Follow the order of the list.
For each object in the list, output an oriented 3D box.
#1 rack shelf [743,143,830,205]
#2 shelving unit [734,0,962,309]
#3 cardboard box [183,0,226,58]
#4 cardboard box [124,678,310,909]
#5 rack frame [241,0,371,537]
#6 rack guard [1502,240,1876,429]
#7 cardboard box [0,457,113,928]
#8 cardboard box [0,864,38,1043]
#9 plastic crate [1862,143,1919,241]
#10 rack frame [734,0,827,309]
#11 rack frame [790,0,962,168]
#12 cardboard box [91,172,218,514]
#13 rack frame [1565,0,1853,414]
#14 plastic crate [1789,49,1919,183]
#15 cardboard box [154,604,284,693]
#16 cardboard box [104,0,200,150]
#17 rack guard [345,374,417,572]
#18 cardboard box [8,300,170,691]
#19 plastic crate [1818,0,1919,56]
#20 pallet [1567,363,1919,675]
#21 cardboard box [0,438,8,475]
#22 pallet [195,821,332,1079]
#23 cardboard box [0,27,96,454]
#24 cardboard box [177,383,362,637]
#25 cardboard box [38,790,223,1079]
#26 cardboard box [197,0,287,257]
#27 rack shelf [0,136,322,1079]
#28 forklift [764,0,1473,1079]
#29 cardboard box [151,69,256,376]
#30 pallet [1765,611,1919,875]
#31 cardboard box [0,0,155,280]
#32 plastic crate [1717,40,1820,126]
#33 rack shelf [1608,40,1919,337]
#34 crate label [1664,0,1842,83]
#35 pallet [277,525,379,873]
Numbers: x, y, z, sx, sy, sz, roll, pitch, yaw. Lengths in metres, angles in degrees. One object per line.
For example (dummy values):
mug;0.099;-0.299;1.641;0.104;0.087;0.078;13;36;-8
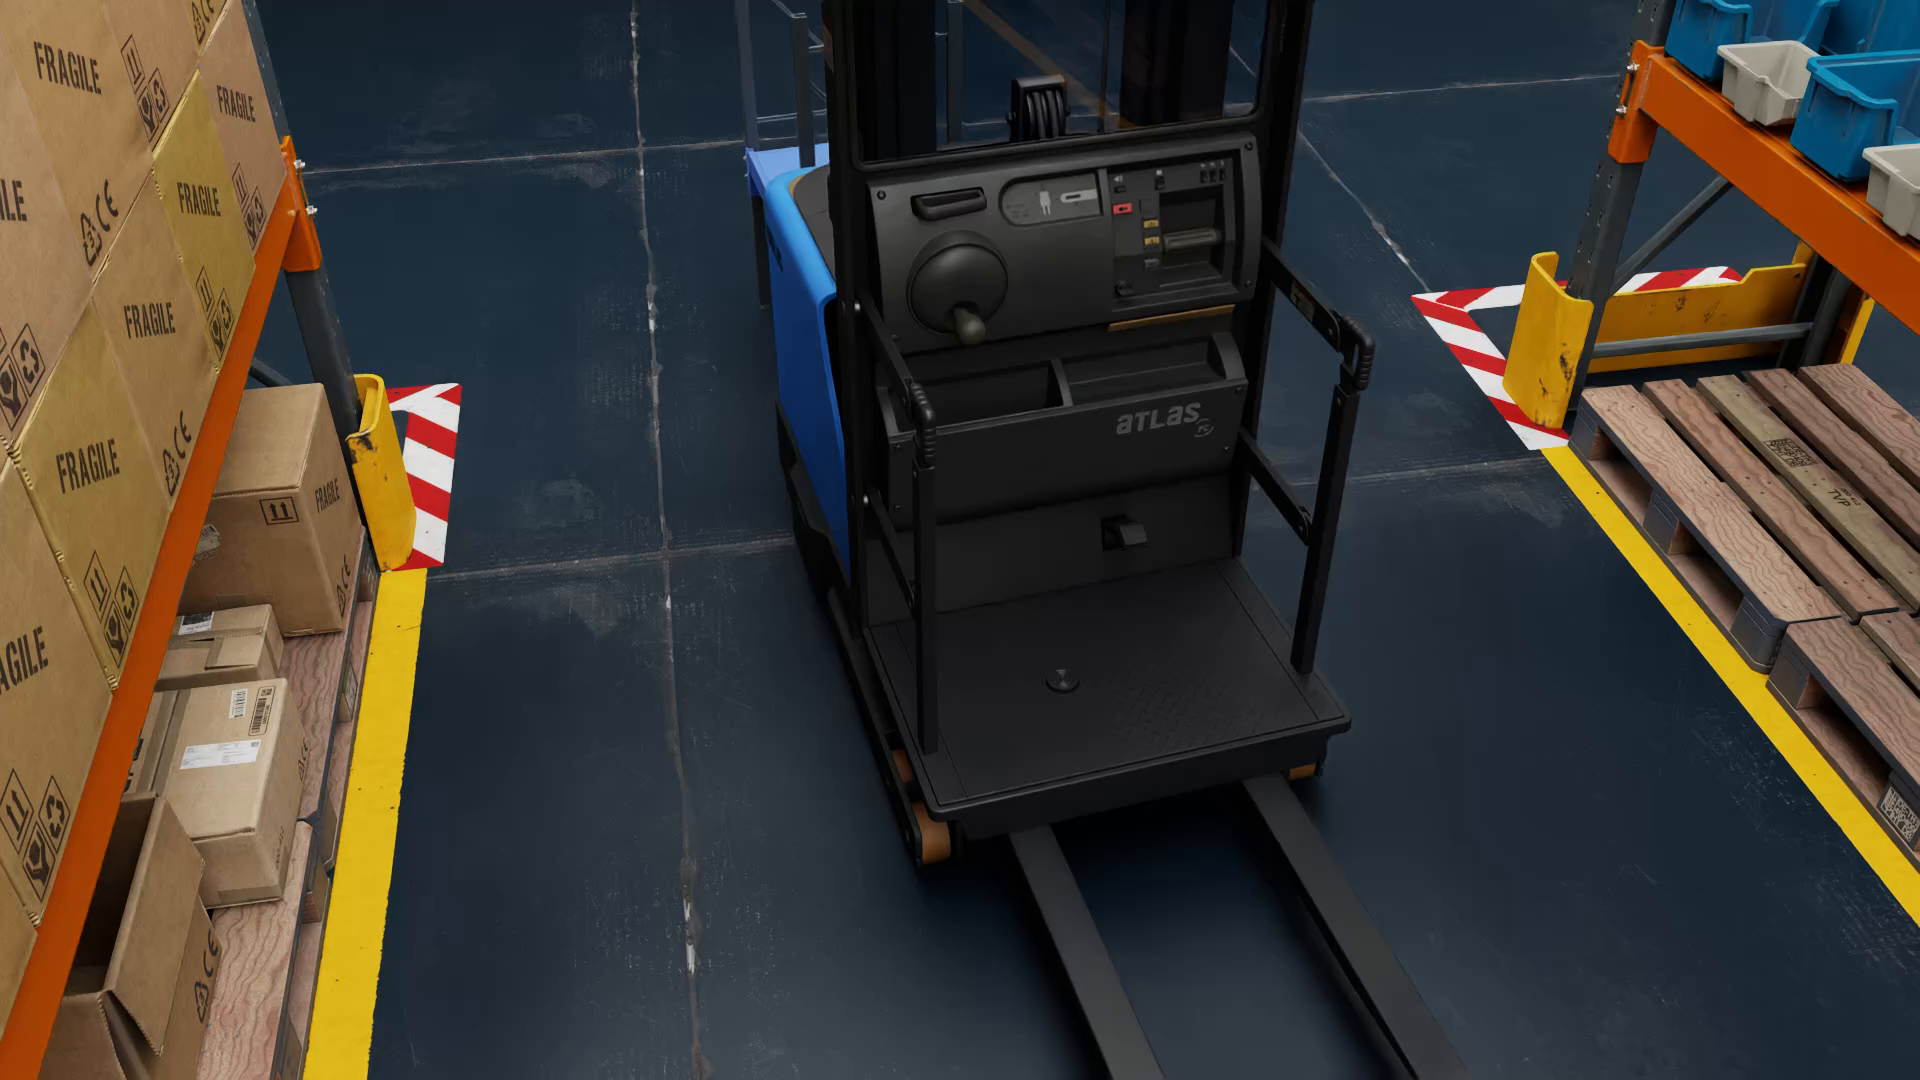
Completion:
rack shelf;-0.385;-1.095;5.730;0.538;0.185;1.000;-10;39;-13
shelving unit;-0.385;-1.237;5.619;0.538;1.500;1.048;-10;39;-13
cardboard box;-1.972;-1.379;3.683;0.500;0.500;0.500;-7;38;-8
cardboard box;-1.846;0.608;3.906;0.500;0.250;0.500;-6;38;-8
rack frame;-2.321;-1.184;4.328;1.000;3.000;0.127;-6;38;-8
rack guard;2.540;-0.740;5.795;1.175;0.500;0.348;-6;38;-8
cardboard box;-1.619;0.245;2.409;0.500;0.500;0.500;-6;38;-8
cardboard box;-1.533;0.547;2.020;0.500;0.500;0.500;-6;38;-7
plastic crate;2.370;-0.837;4.048;0.250;0.136;0.298;-6;38;-8
rack frame;-0.531;-1.536;6.004;0.500;1.500;0.032;-10;39;-13
rack frame;-0.239;-0.938;5.235;0.500;1.500;0.032;-10;39;-13
cardboard box;-1.798;-0.367;3.196;0.500;0.500;0.500;-6;38;-8
rack frame;2.557;-1.714;5.011;1.000;3.000;0.127;-6;38;-8
plastic crate;2.391;-1.089;4.295;0.416;0.233;0.300;-6;38;-8
cardboard box;-2.000;0.318;4.347;0.380;0.166;0.250;-6;38;-8
cardboard box;-1.882;-1.074;3.290;0.500;0.500;0.500;-5;38;-7
rack guard;-2.307;-0.150;5.036;1.175;0.500;0.348;-6;38;-8
cardboard box;-1.709;-0.062;2.804;0.500;0.500;0.500;-7;38;-9
plastic crate;2.799;-1.570;4.748;0.616;0.435;0.499;-6;38;-8
pallet;2.663;-0.111;5.220;1.003;0.211;1.213;-6;38;-8
cardboard box;-1.605;-0.139;2.087;0.500;0.500;0.500;-7;38;-9
pallet;-1.956;1.180;3.559;1.003;0.211;1.213;-6;38;-8
cardboard box;-1.697;-0.451;2.489;0.500;0.500;0.500;-5;38;-7
cardboard box;-1.983;-0.068;4.572;0.500;0.500;0.500;-6;38;-8
cardboard box;-1.954;0.910;3.309;0.797;0.503;0.637;-6;38;-8
cardboard box;-1.974;-0.982;3.987;0.500;0.500;0.500;-5;38;-7
rack shelf;-1.970;0.309;2.994;1.077;0.370;4.000;-6;38;-8
forklift;0.319;-0.616;3.654;1.130;2.935;3.031;-10;39;-13
cardboard box;-1.880;-0.669;3.584;0.500;0.500;0.500;-6;38;-8
pallet;2.874;0.625;4.274;1.003;0.211;1.213;-6;38;-8
cardboard box;-1.787;-0.761;2.888;0.500;0.500;0.500;-5;38;-7
plastic crate;2.251;-1.246;4.575;0.250;0.136;0.298;-6;38;-8
rack shelf;2.907;-0.222;3.677;1.077;0.370;4.000;-6;38;-8
crate label;2.276;-1.487;4.807;0.416;0.233;0.303;-6;38;-8
pallet;-2.166;0.445;4.505;1.003;0.211;1.213;-6;38;-8
